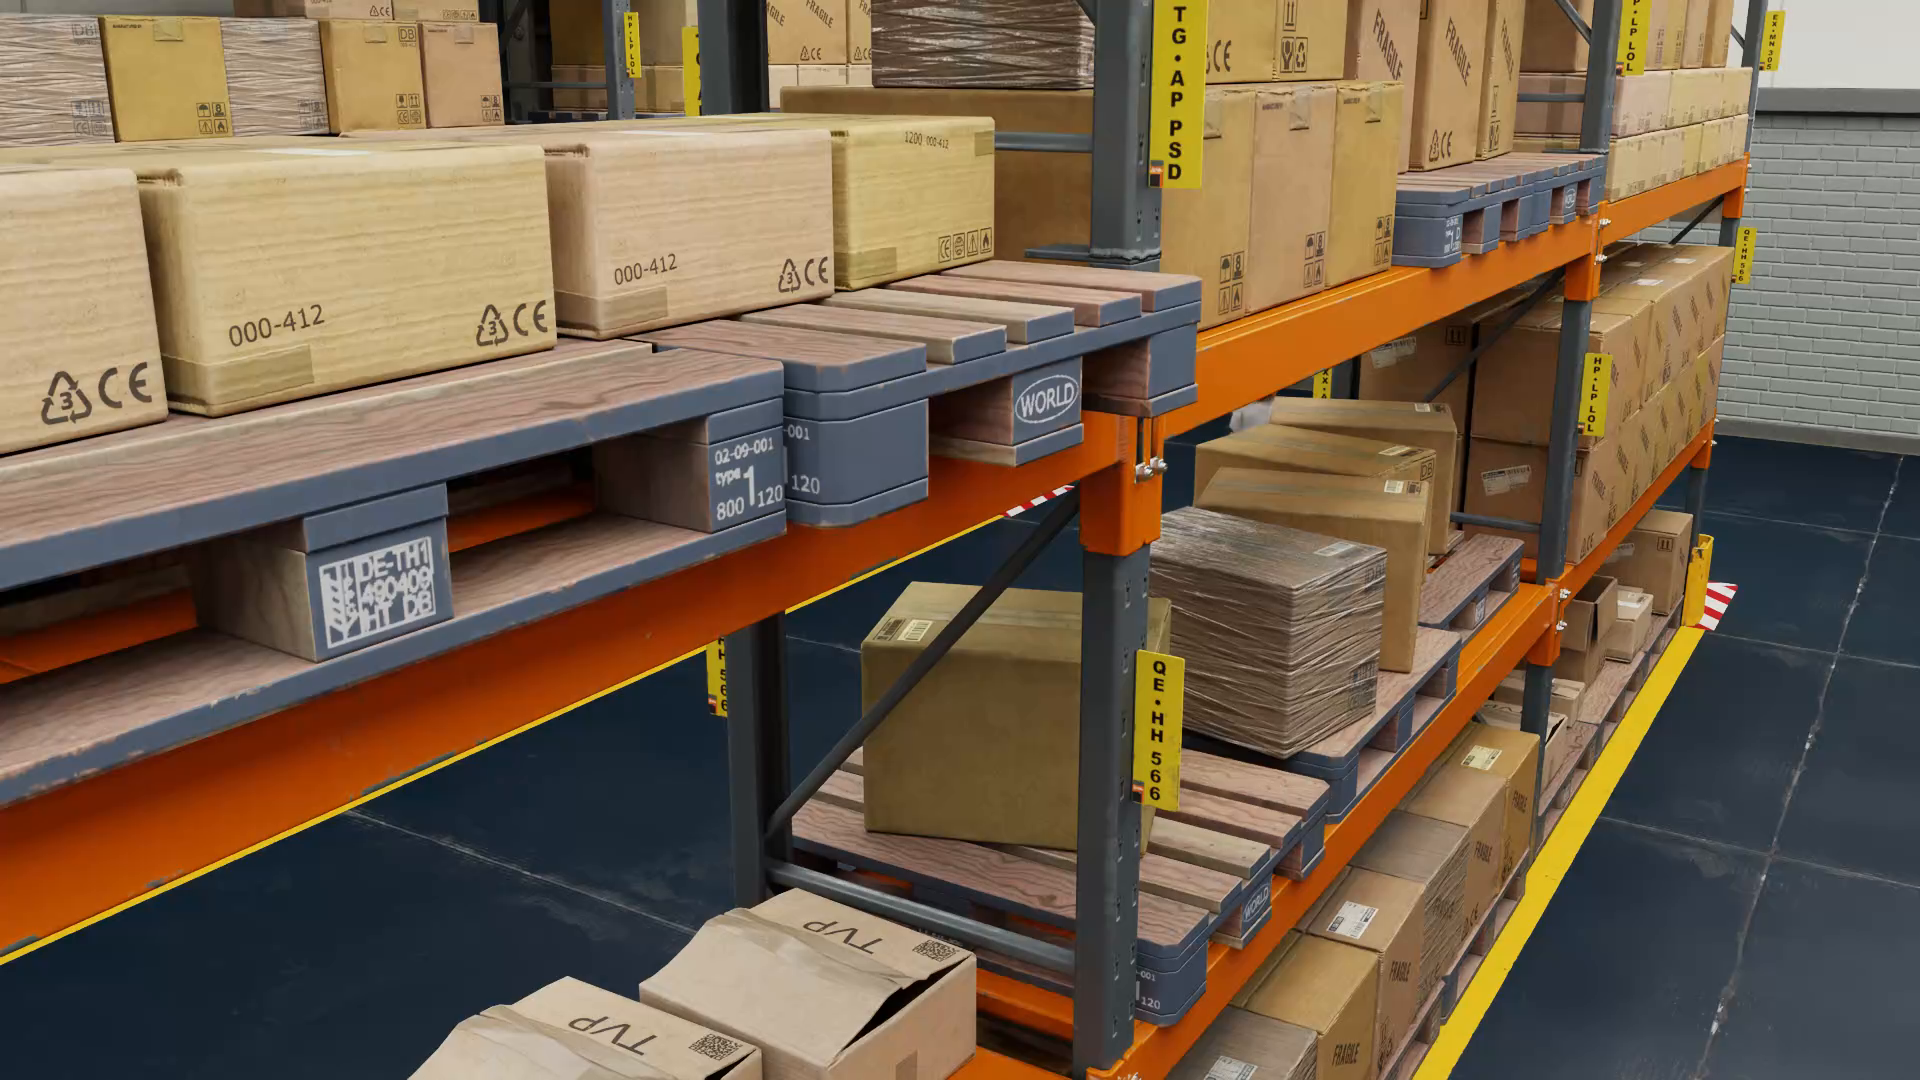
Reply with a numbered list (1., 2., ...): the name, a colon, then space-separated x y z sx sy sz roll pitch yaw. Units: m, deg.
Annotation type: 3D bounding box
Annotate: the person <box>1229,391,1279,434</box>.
1. person: 1.788 -0.305 10.036 0.449 1.654 0.557 16 22 43
